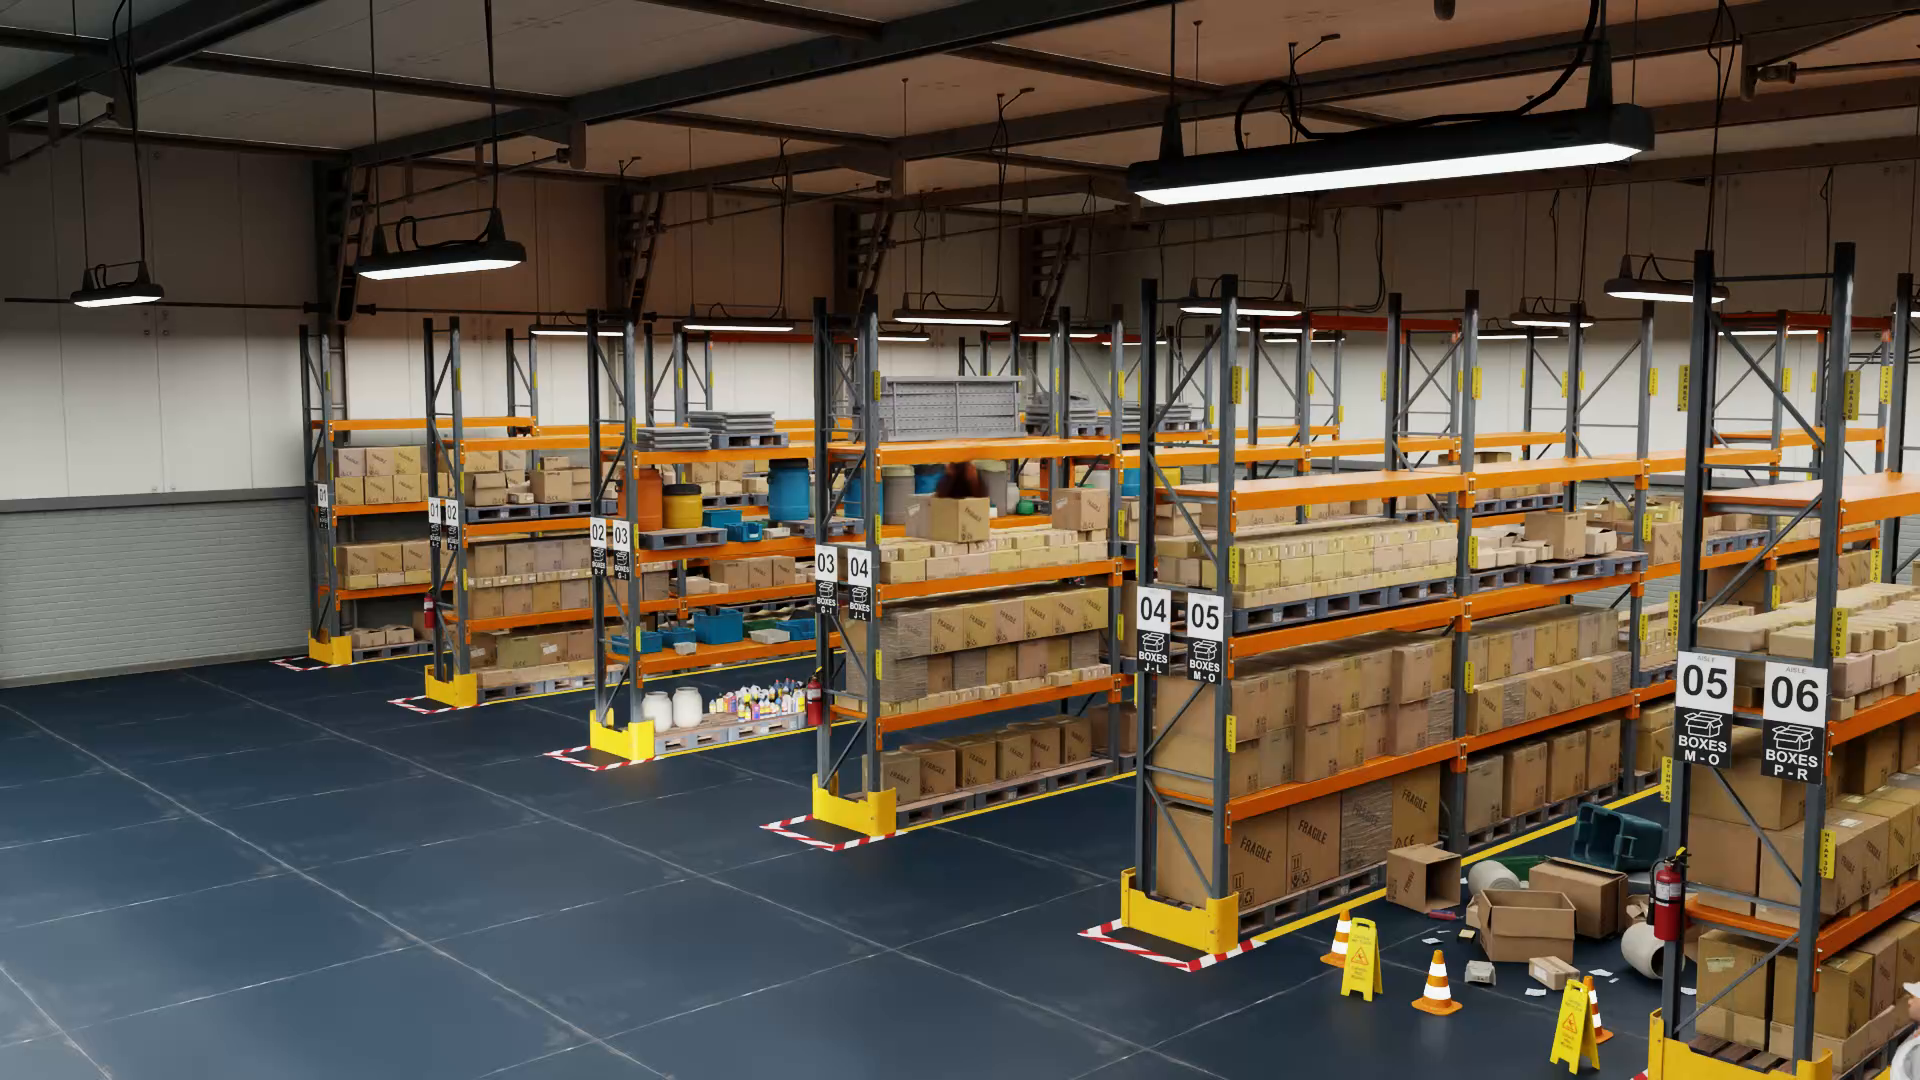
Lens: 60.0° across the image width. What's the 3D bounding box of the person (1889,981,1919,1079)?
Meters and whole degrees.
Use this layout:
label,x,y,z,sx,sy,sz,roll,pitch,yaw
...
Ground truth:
label,x,y,z,sx,sy,sz,roll,pitch,yaw
person,5.394,3.325,9.358,0.394,1.796,0.597,2,6,18
